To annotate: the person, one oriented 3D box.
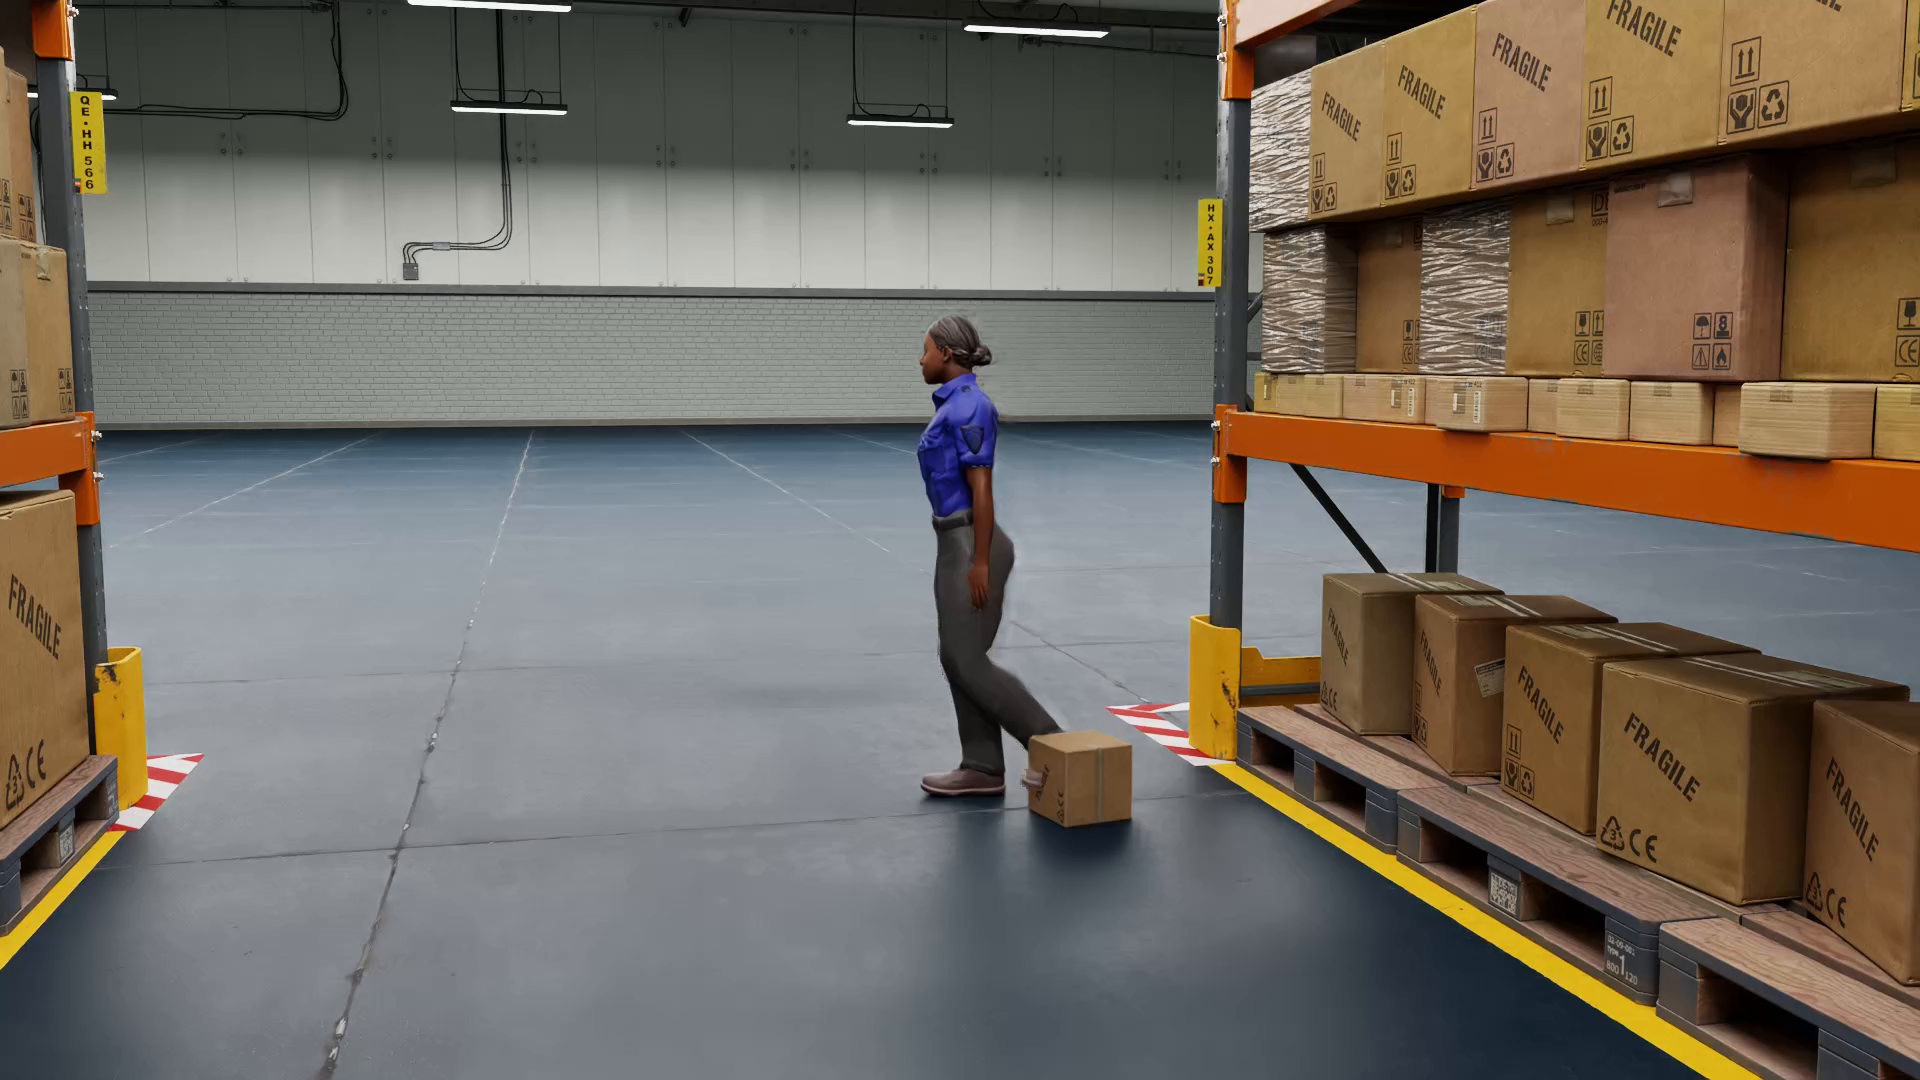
[{"bbox_3d":[0.122,0.061,5.645,0.520,1.648,0.547,-1,6,-5],"label":"person"}]
